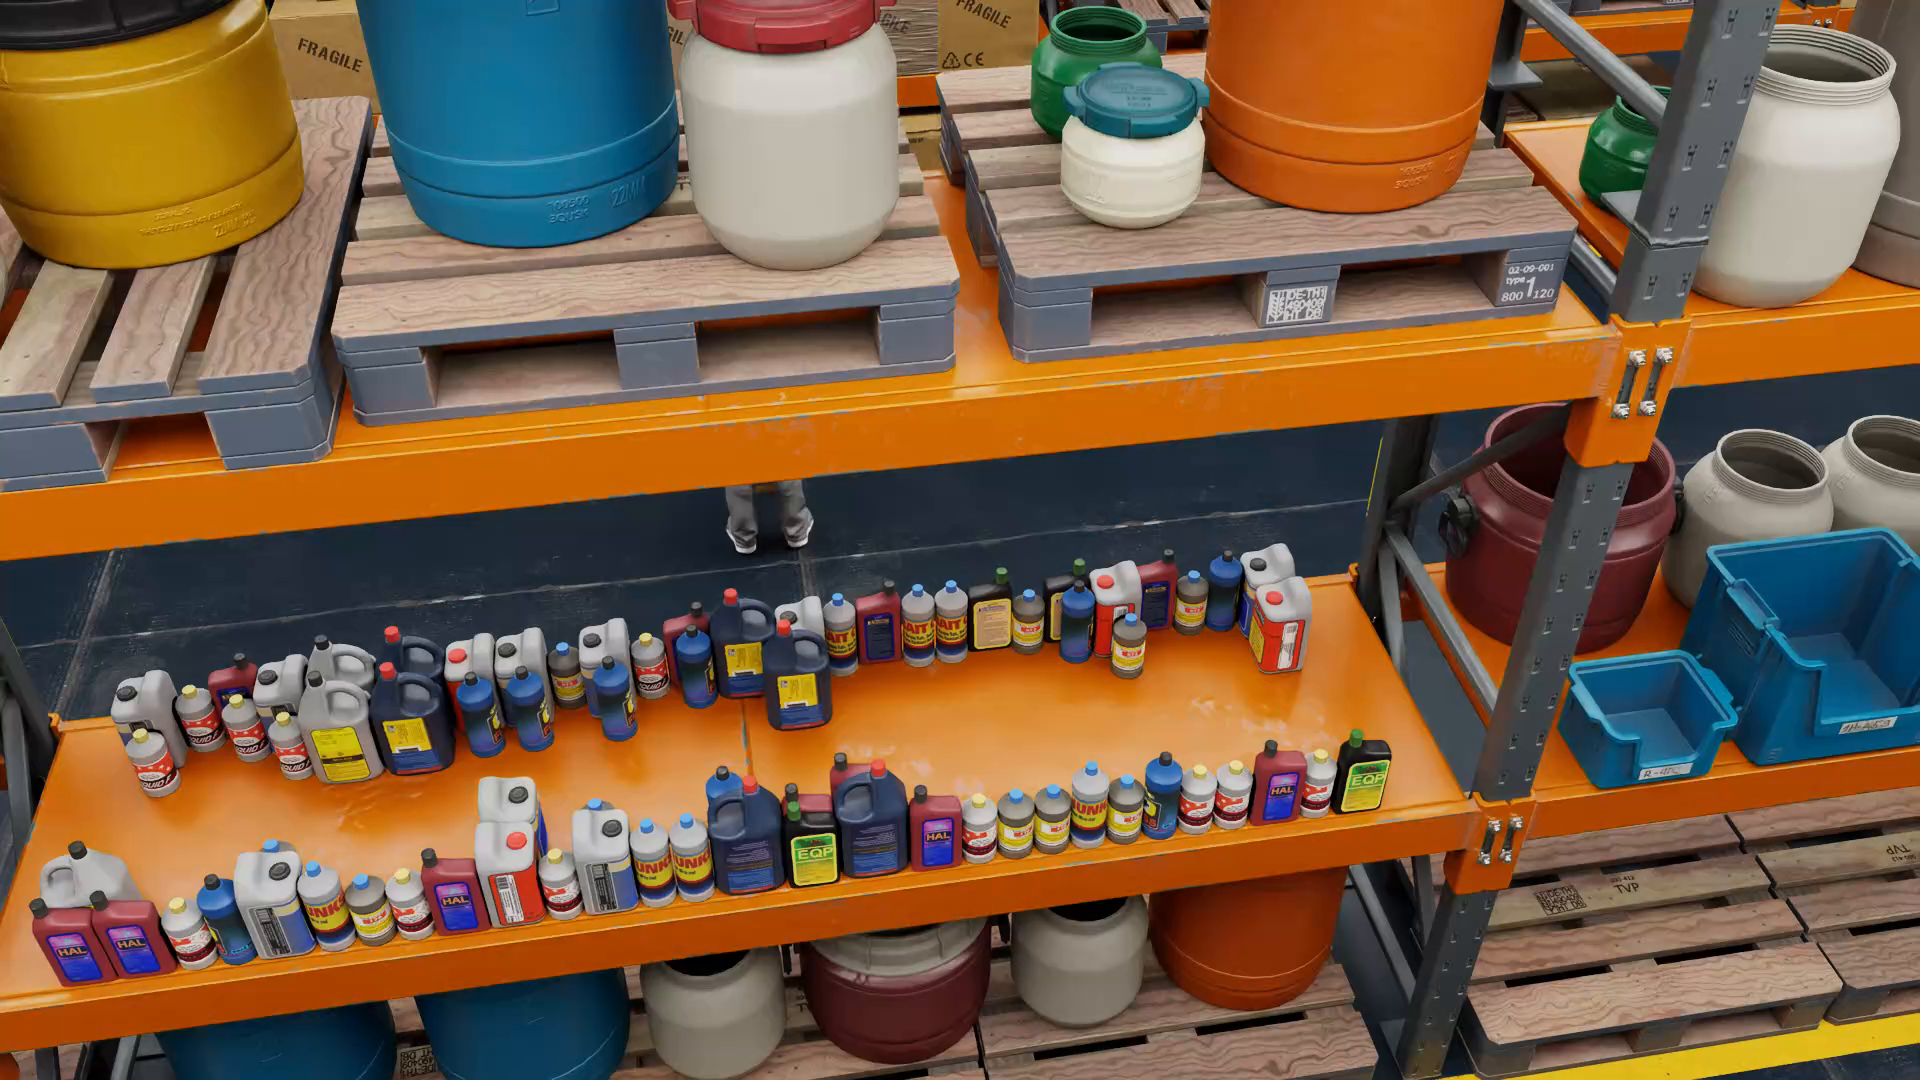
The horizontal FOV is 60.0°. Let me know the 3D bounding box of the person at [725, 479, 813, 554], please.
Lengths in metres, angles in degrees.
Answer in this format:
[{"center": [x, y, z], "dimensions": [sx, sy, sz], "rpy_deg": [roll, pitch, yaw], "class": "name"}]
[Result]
[{"center": [-0.869, -0.615, 6.916], "dimensions": [0.456, 1.595, 0.343], "rpy_deg": [-7, 40, -9], "class": "person"}]
